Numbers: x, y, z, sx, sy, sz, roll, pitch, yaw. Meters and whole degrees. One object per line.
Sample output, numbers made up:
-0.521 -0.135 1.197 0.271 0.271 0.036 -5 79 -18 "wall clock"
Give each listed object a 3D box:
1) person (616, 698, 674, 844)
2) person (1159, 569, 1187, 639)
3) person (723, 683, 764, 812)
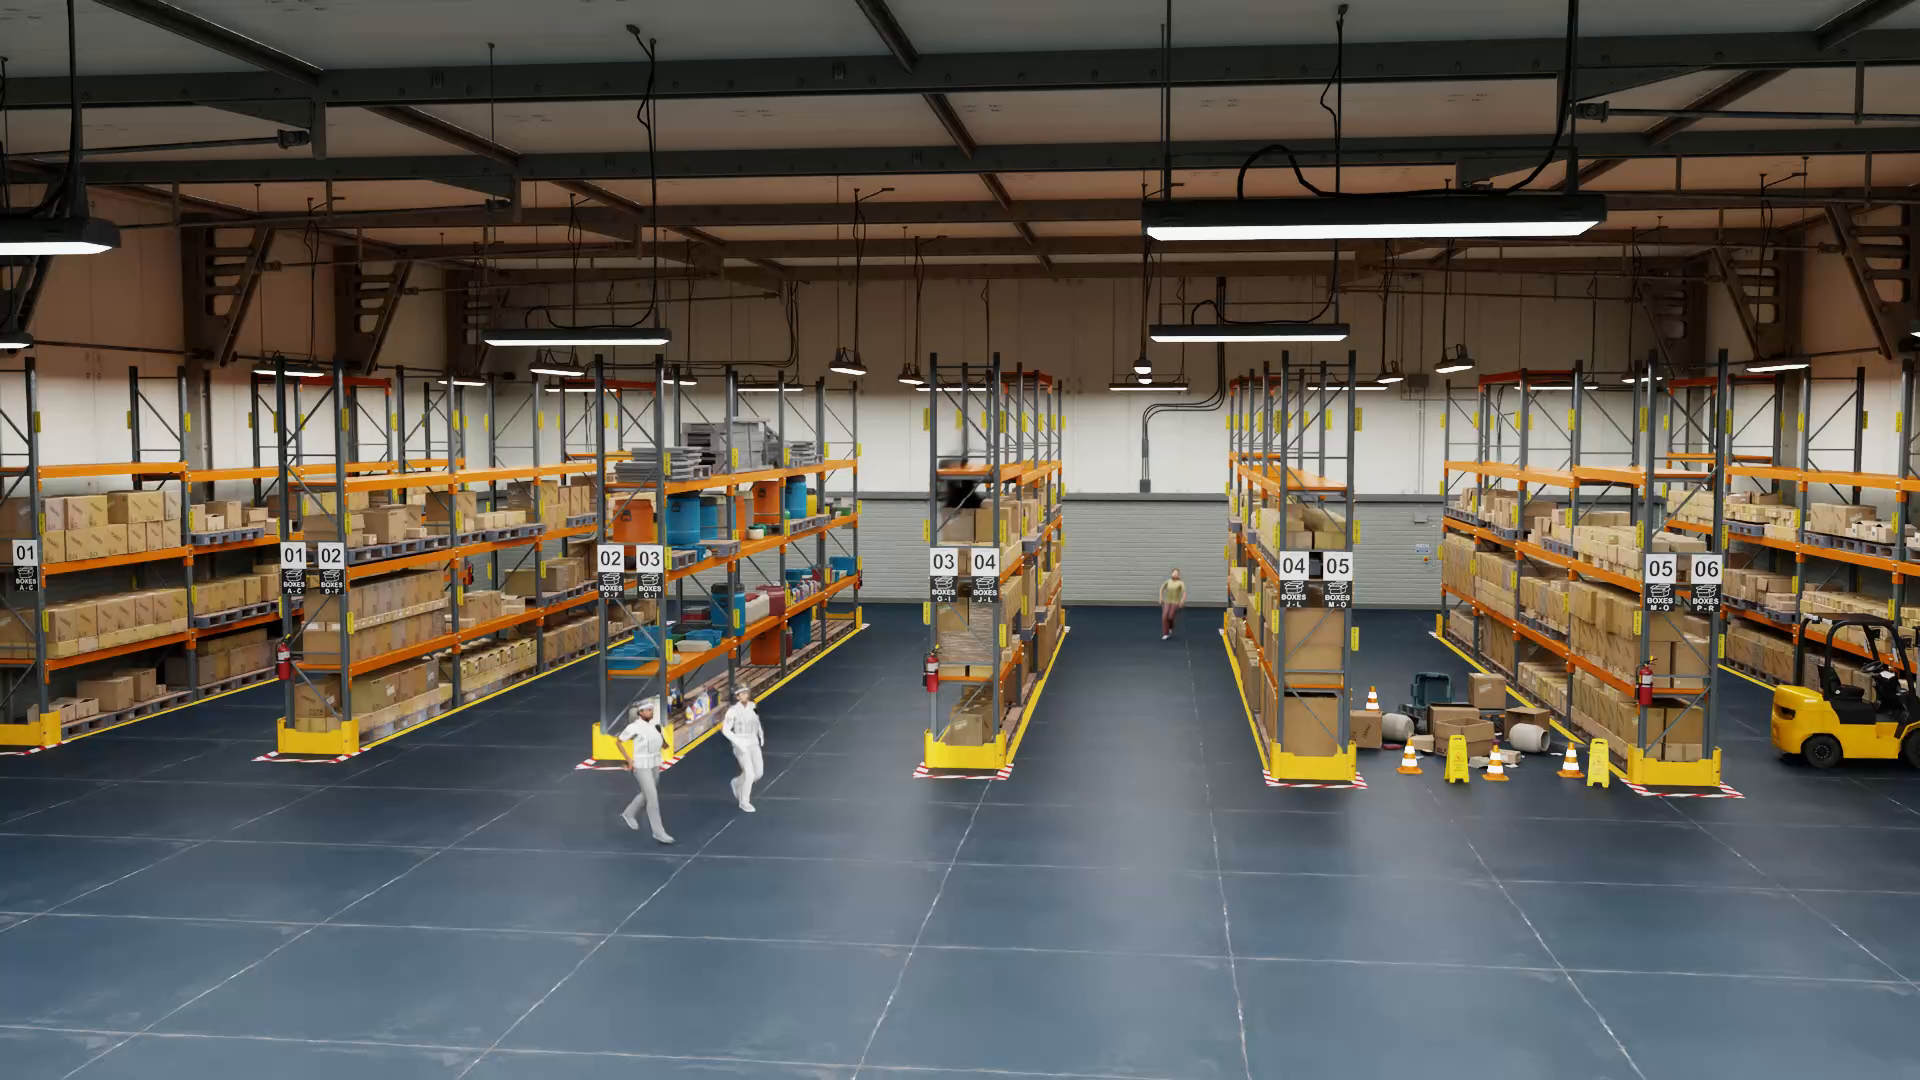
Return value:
-3.762 2.725 19.927 0.935 1.694 0.572 3 5 32 "person"
4.909 1.478 38.554 0.633 1.625 0.528 2 4 24 "person"
-2.803 2.660 21.526 0.511 1.668 0.618 4 5 43 "person"
